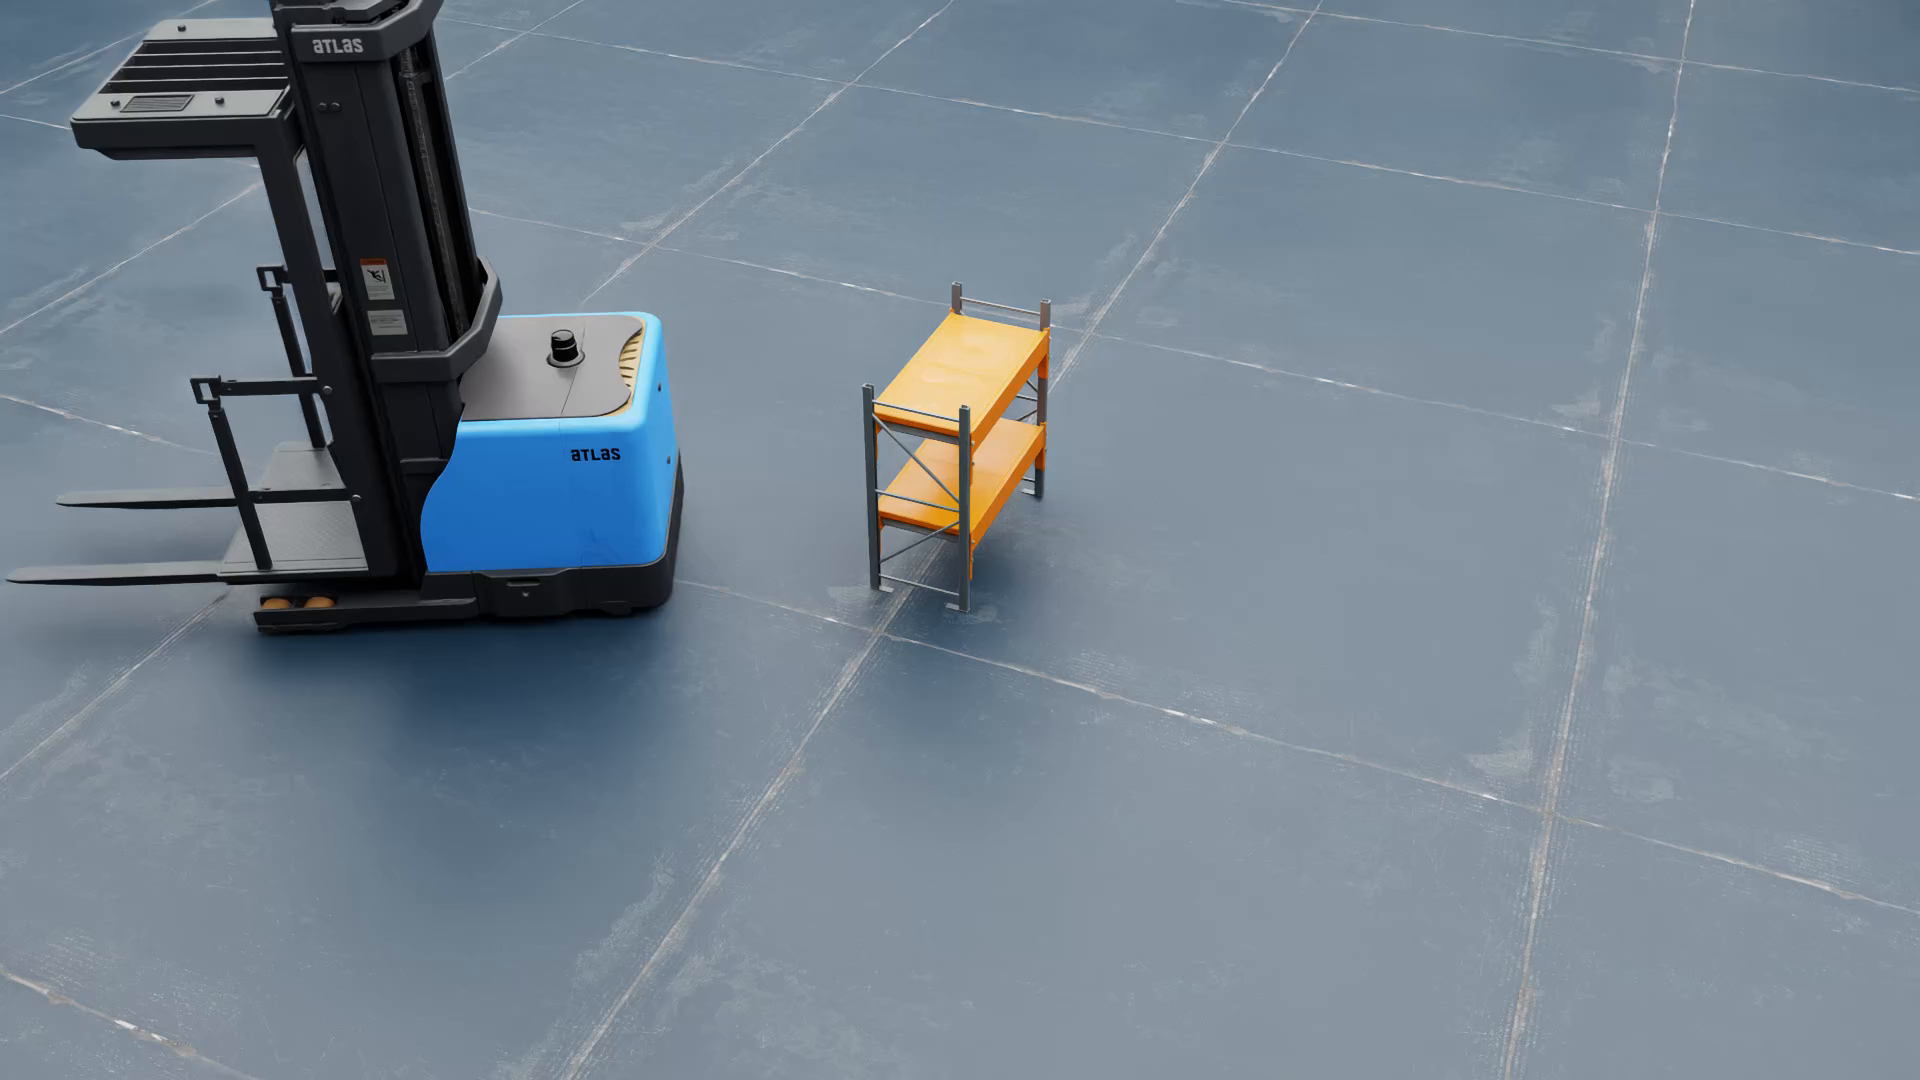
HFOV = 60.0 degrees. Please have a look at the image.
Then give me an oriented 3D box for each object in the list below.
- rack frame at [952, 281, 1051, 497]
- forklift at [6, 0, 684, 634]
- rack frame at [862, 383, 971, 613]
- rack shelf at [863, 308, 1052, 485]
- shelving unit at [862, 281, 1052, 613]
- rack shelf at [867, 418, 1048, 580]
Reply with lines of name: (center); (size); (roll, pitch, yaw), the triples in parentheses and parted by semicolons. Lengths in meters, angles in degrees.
rack frame: (0.196, -0.736, 8.295); (0.500, 1.125, 0.032); (14, 39, 18)
forklift: (-2.892, -1.067, 7.230); (3.031, 2.935, 1.130); (-2, 37, -3)
rack frame: (-0.191, -0.173, 7.542); (0.500, 1.125, 0.032); (14, 39, 18)
rack shelf: (0.003, -0.689, 7.743); (0.538, 0.278, 1.000); (14, 39, 18)
shelving unit: (0.003, -0.454, 7.918); (0.538, 1.125, 1.048); (14, 39, 18)
rack shelf: (0.003, -0.258, 8.065); (0.538, 0.278, 1.000); (14, 39, 18)
